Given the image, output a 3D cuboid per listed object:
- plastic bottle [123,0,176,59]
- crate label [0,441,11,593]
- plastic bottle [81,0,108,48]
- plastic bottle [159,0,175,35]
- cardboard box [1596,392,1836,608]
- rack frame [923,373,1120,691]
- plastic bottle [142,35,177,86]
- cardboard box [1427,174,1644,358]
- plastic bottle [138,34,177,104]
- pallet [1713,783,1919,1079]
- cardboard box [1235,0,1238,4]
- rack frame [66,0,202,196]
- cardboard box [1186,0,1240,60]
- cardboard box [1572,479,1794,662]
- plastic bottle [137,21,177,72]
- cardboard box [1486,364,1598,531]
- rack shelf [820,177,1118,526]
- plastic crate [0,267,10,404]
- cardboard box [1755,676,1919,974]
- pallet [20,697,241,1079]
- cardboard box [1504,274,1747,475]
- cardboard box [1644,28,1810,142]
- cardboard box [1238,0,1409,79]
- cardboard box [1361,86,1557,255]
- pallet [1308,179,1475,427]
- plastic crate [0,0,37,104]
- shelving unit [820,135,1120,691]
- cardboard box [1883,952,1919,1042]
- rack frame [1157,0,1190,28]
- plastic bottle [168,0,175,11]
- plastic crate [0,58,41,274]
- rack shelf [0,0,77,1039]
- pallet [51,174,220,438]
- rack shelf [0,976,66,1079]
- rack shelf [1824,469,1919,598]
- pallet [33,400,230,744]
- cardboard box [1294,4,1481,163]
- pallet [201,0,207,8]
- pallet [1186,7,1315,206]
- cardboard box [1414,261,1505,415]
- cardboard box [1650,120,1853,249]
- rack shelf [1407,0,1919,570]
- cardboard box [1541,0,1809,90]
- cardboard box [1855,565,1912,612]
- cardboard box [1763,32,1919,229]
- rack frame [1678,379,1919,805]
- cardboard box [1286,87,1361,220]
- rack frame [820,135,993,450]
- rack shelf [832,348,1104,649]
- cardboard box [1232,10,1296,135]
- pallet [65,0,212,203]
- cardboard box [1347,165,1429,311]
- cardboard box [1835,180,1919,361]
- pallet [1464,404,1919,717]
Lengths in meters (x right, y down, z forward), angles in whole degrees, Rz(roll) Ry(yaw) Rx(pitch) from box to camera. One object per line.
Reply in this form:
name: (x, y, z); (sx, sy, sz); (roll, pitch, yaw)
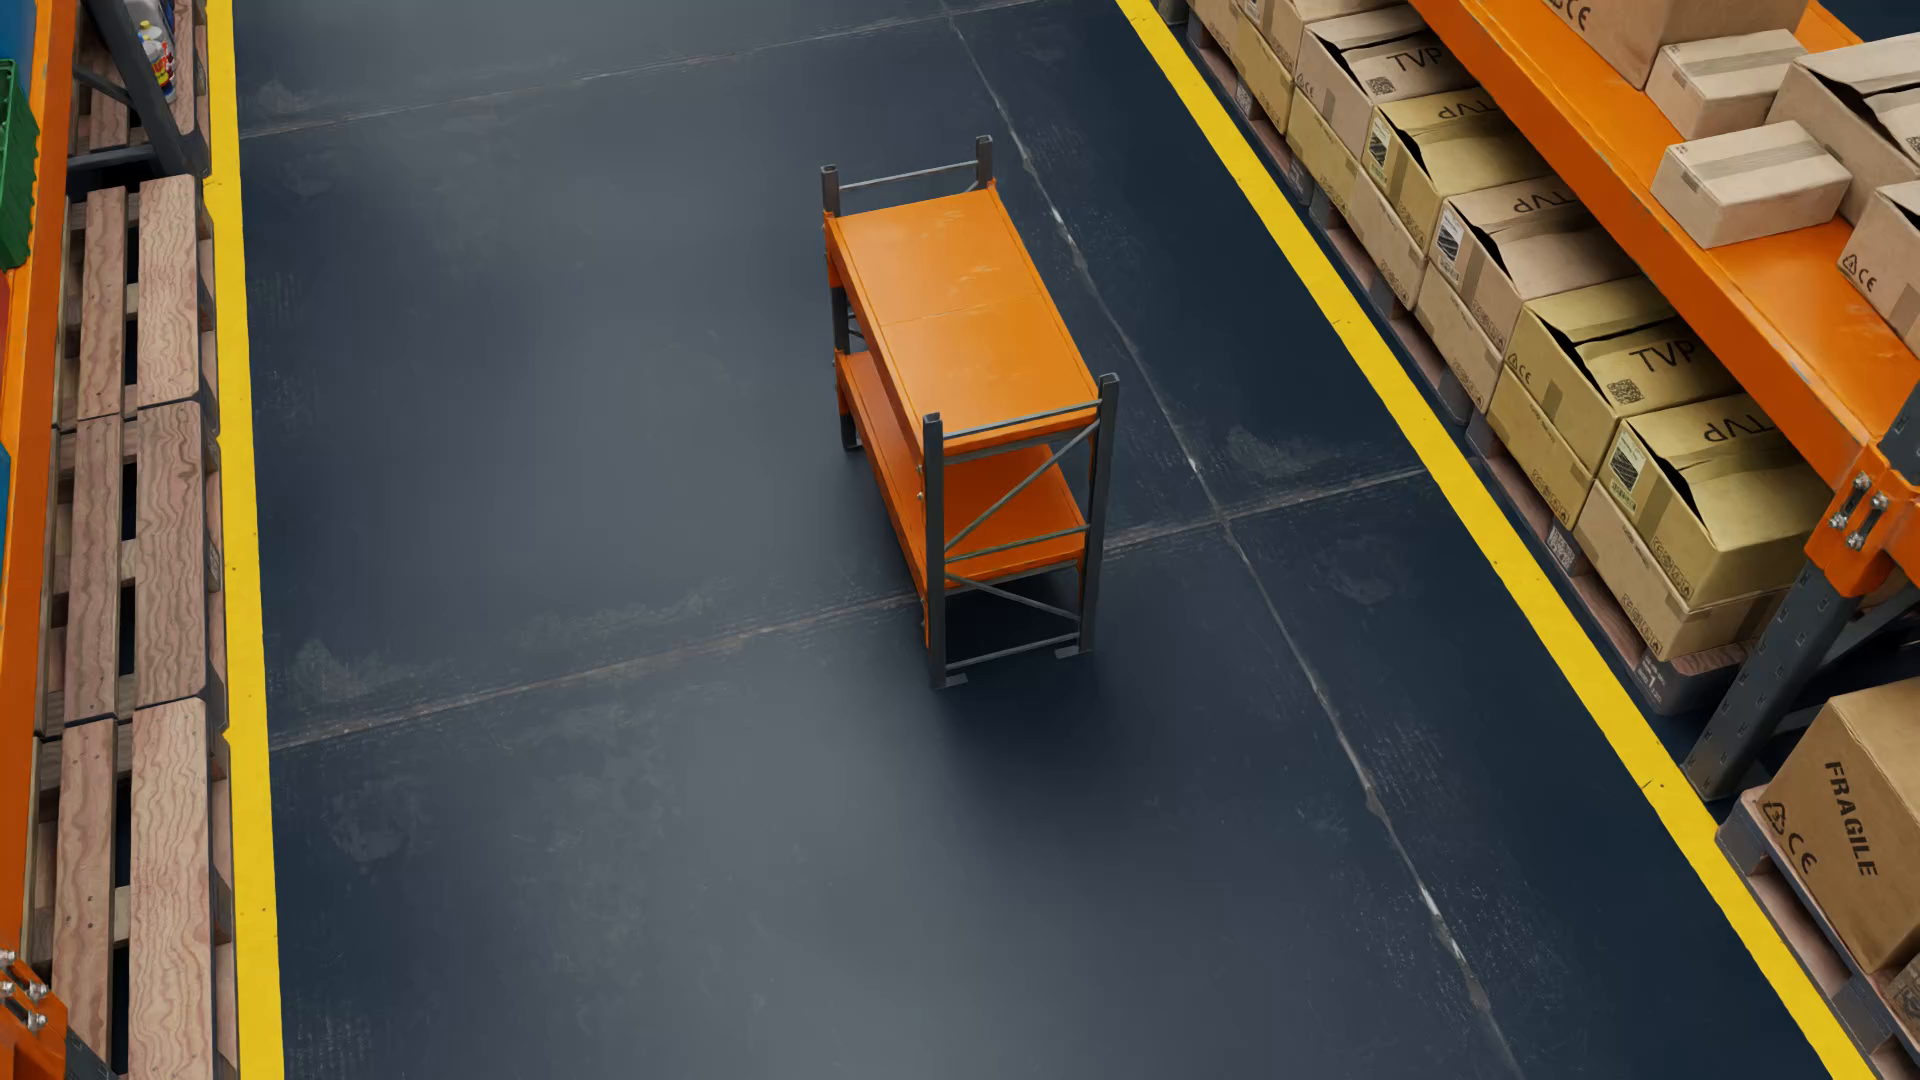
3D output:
plastic bottle: (-3.184, -2.019, 6.484); (0.152, 0.276, 0.135); (-12, 51, -10)
crate label: (-2.239, -0.070, 3.324); (0.502, 0.435, 0.616); (-13, 51, -11)
plastic bottle: (-3.366, -2.132, 6.530); (0.144, 0.351, 0.185); (-13, 51, -11)
plastic bottle: (-3.229, -2.165, 6.558); (0.144, 0.351, 0.185); (-12, 51, -10)
cardboard box: (2.139, -0.146, 4.568); (0.500, 0.311, 0.500); (-12, 51, -10)
rack frame: (0.152, 0.014, 4.503); (0.500, 1.125, 0.032); (-13, 51, -11)
plastic bottle: (-3.092, -1.839, 6.381); (0.097, 0.201, 0.097); (0, 50, 0)
cardboard box: (1.833, -0.893, 5.198); (0.500, 0.311, 0.500); (-14, 51, -11)
plastic bottle: (-3.062, -1.788, 6.292); (0.097, 0.271, 0.097); (0, 50, 0)
pallet: (2.714, 1.064, 4.215); (1.003, 0.211, 1.213); (-13, 51, -11)
cardboard box: (1.231, -2.382, 6.453); (0.500, 0.311, 0.500); (-13, 51, -11)
rack frame: (-3.386, -2.193, 5.137); (1.000, 3.000, 0.127); (-13, 51, -11)
cardboard box: (1.229, -2.209, 6.674); (0.500, 0.250, 0.500); (-14, 51, -12)
cardboard box: (2.141, 0.033, 4.784); (0.500, 0.250, 0.500); (-12, 51, -10)
plastic bottle: (-3.122, -1.914, 6.444); (0.097, 0.201, 0.097); (0, 50, 0)
cardboard box: (1.985, -0.343, 5.101); (0.500, 0.250, 0.500); (-14, 51, -11)
rack shelf: (0.002, -0.546, 4.592); (0.538, 0.278, 1.000); (-13, 51, -11)
plastic crate: (-2.389, -0.542, 3.703); (0.402, 0.464, 0.583); (-13, 51, -11)
cardboard box: (2.391, 0.672, 4.069); (0.500, 0.500, 0.500); (-11, 51, -9)
pallet: (-2.396, 1.052, 4.225); (1.003, 0.211, 1.213); (-13, 51, -11)
cardboard box: (1.979, -0.524, 4.887); (0.500, 0.311, 0.500); (-14, 51, -12)
cardboard box: (2.098, -1.227, 4.487); (0.380, 0.149, 0.250); (-10, 51, -8)
cardboard box: (1.374, -2.015, 6.144); (0.500, 0.311, 0.500); (-14, 51, -11)
cardboard box: (1.687, -1.260, 5.507); (0.500, 0.311, 0.500); (-12, 51, -10)
pallet: (1.966, -0.990, 5.946); (1.003, 0.211, 1.213); (-13, 51, -11)
plastic crate: (-2.763, -1.453, 4.523); (0.392, 0.384, 0.575); (-13, 51, -11)
shelving unit: (0.002, -0.358, 4.816); (0.538, 1.125, 1.048); (-13, 51, -11)
cardboard box: (2.551, 1.053, 3.748); (0.500, 0.500, 0.500); (-15, 51, -12)
rack frame: (1.347, -3.311, 6.079); (1.000, 3.000, 0.127); (-13, 51, -11)
plastic bottle: (-3.285, -2.303, 6.674); (0.144, 0.351, 0.185); (-15, 52, -13)
plastic crate: (-2.602, -0.917, 4.200); (0.450, 0.188, 0.662); (-13, 51, -11)
rack shelf: (-2.795, -0.501, 4.181); (1.077, 0.370, 4.000); (-13, 51, -11)
pallet: (-3.117, -0.730, 5.727); (1.003, 0.211, 1.213); (-13, 51, -11)
rack shelf: (-1.612, 2.421, 1.718); (1.077, 0.370, 4.000); (-13, 51, -11)
rack shelf: (3.121, 1.303, 2.660); (1.077, 0.370, 4.000); (-13, 51, -11)
pallet: (-2.753, 0.163, 4.975); (1.003, 0.211, 1.213); (-13, 51, -11)
cardboard box: (1.528, -1.638, 5.826); (0.500, 0.311, 0.500); (-15, 51, -12)
pallet: (-3.910, -2.687, 7.377); (1.003, 0.211, 1.213); (-13, 51, -11)
pallet: (1.602, -1.883, 6.699); (1.003, 0.211, 1.213); (-13, 51, -11)
cardboard box: (1.839, -0.711, 5.411); (0.500, 0.250, 0.500); (-12, 51, -10)
cardboard box: (1.999, -0.903, 4.213); (0.380, 0.149, 0.250); (-13, 51, -11)
rack shelf: (1.938, -1.618, 5.123); (1.077, 0.370, 4.000); (-13, 51, -11)
cardboard box: (2.018, -1.643, 4.608); (0.500, 0.500, 0.500); (-16, 52, -13)
cardboard box: (2.655, -0.087, 4.885); (0.500, 0.250, 0.500); (-13, 51, -11)
cardboard box: (2.450, -1.057, 4.238); (0.500, 0.311, 0.500); (-14, 51, -11)
rack frame: (2.529, -0.389, 3.616); (1.000, 3.000, 0.127); (-13, 51, -11)
cardboard box: (1.535, -1.458, 6.041); (0.500, 0.250, 0.500); (-15, 51, -12)
rack frame: (-0.148, -0.729, 5.129); (0.500, 1.125, 0.032); (-13, 51, -11)
rack shelf: (0.002, -0.200, 5.003); (0.538, 0.278, 1.000); (-13, 51, -11)
cardboard box: (1.379, -1.835, 6.359); (0.500, 0.250, 0.500); (-12, 51, -10)
pallet: (-3.545, -1.795, 6.625); (1.003, 0.211, 1.213); (-13, 51, -11)
cardboard box: (1.684, -1.086, 5.727); (0.500, 0.250, 0.500); (-12, 51, -10)
cardboard box: (2.464, -0.636, 3.882); (0.500, 0.311, 0.500); (-10, 51, -9)
pallet: (2.323, -0.100, 5.197); (1.003, 0.211, 1.213); (-13, 51, -11)
